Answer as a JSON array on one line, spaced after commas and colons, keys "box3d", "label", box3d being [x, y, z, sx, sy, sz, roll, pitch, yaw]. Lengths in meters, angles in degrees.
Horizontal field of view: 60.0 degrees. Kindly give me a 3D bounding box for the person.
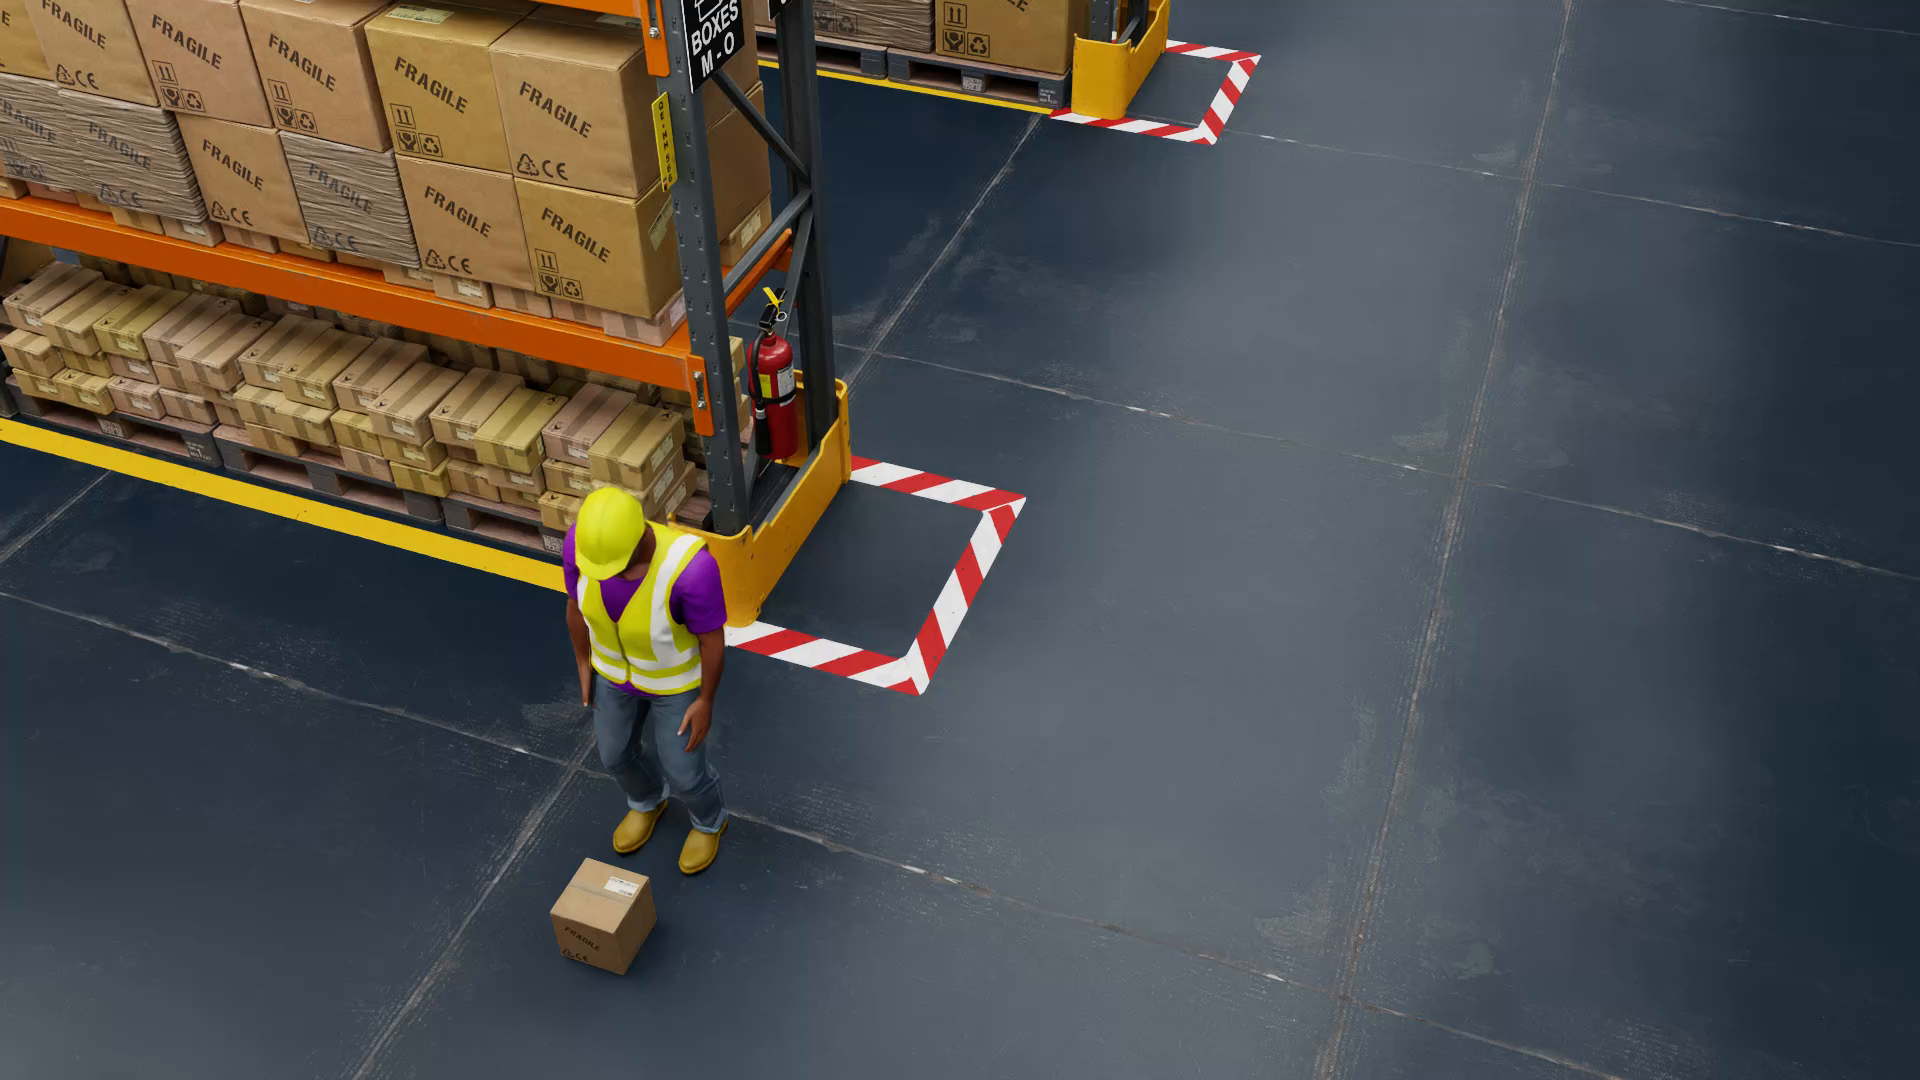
[{"box3d": [-1.048, 0.467, 5.641, 0.588, 1.725, 0.437, 15, 43, 16], "label": "person"}]
